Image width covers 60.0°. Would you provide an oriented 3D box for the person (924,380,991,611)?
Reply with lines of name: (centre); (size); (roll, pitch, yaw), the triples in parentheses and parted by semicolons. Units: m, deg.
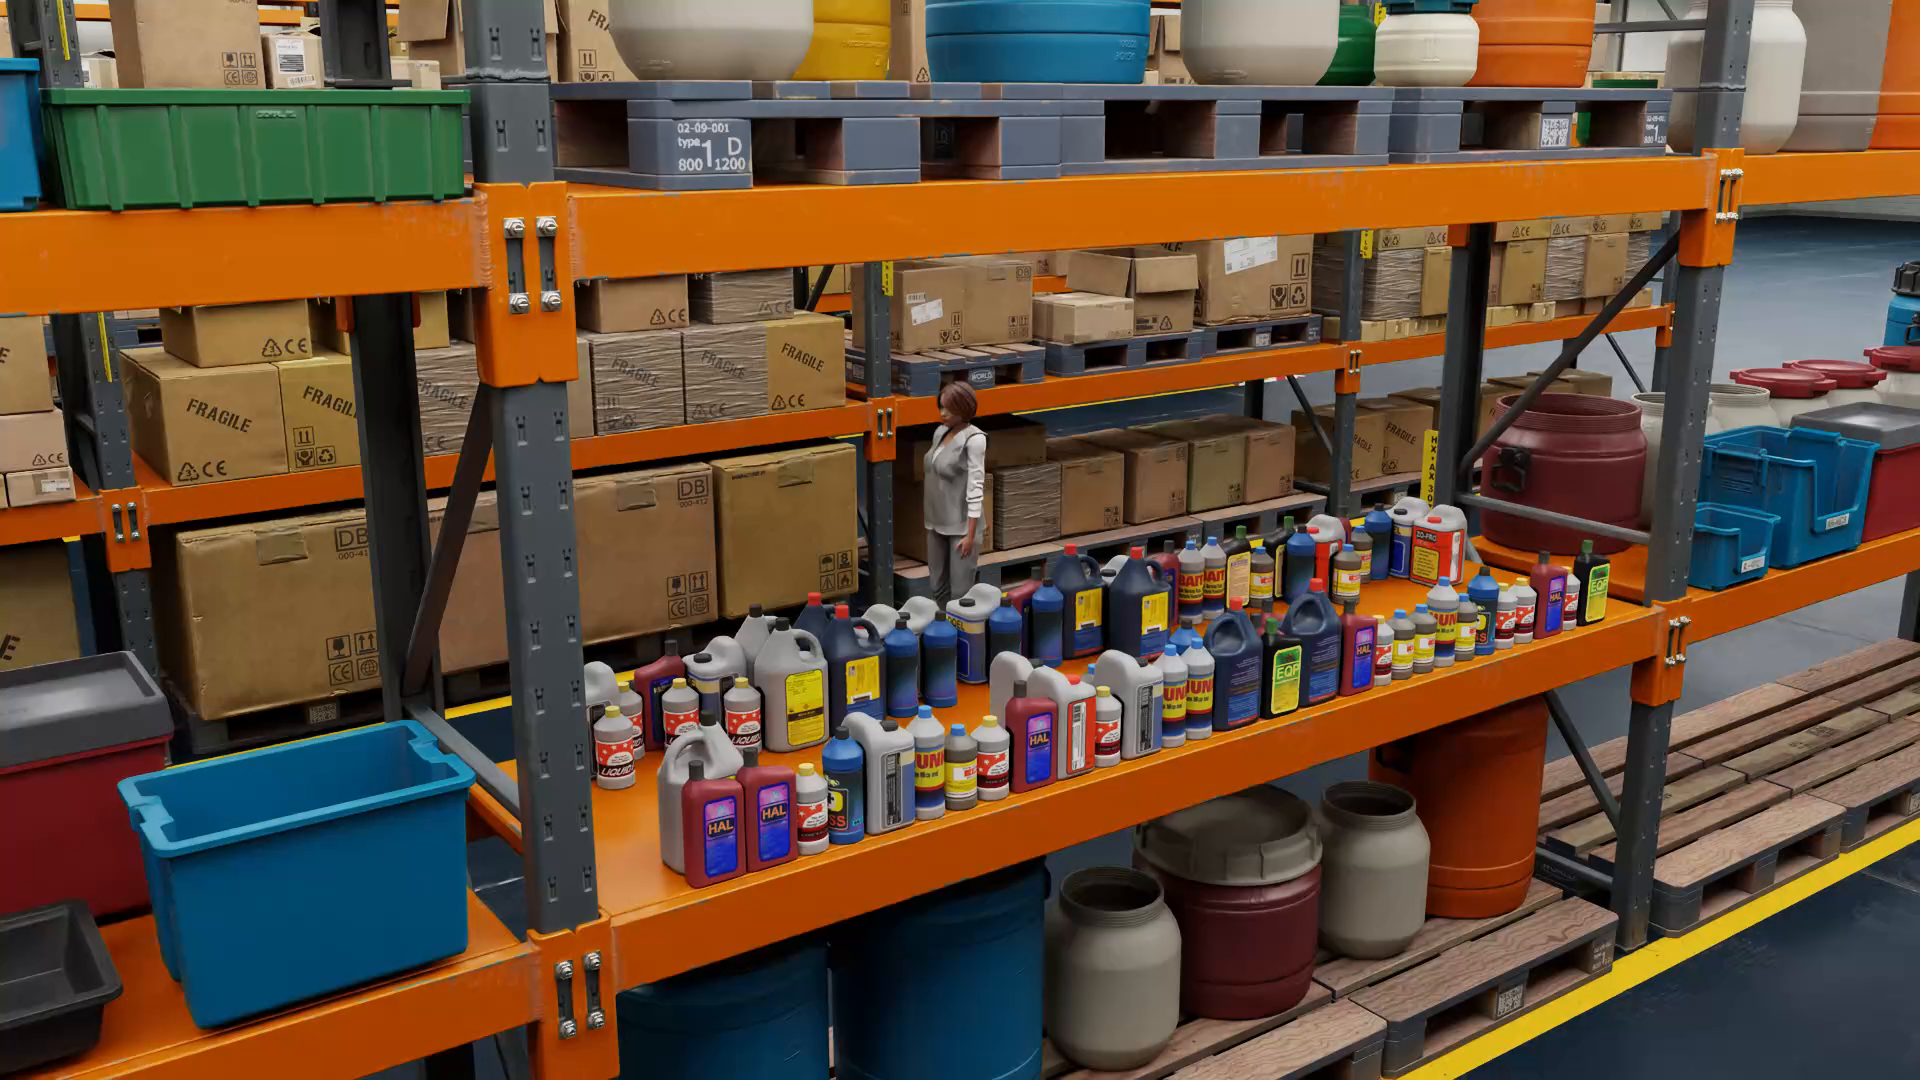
person: (-0.020, -0.043, 8.704); (0.300, 1.594, 0.406); (-10, 18, -33)
